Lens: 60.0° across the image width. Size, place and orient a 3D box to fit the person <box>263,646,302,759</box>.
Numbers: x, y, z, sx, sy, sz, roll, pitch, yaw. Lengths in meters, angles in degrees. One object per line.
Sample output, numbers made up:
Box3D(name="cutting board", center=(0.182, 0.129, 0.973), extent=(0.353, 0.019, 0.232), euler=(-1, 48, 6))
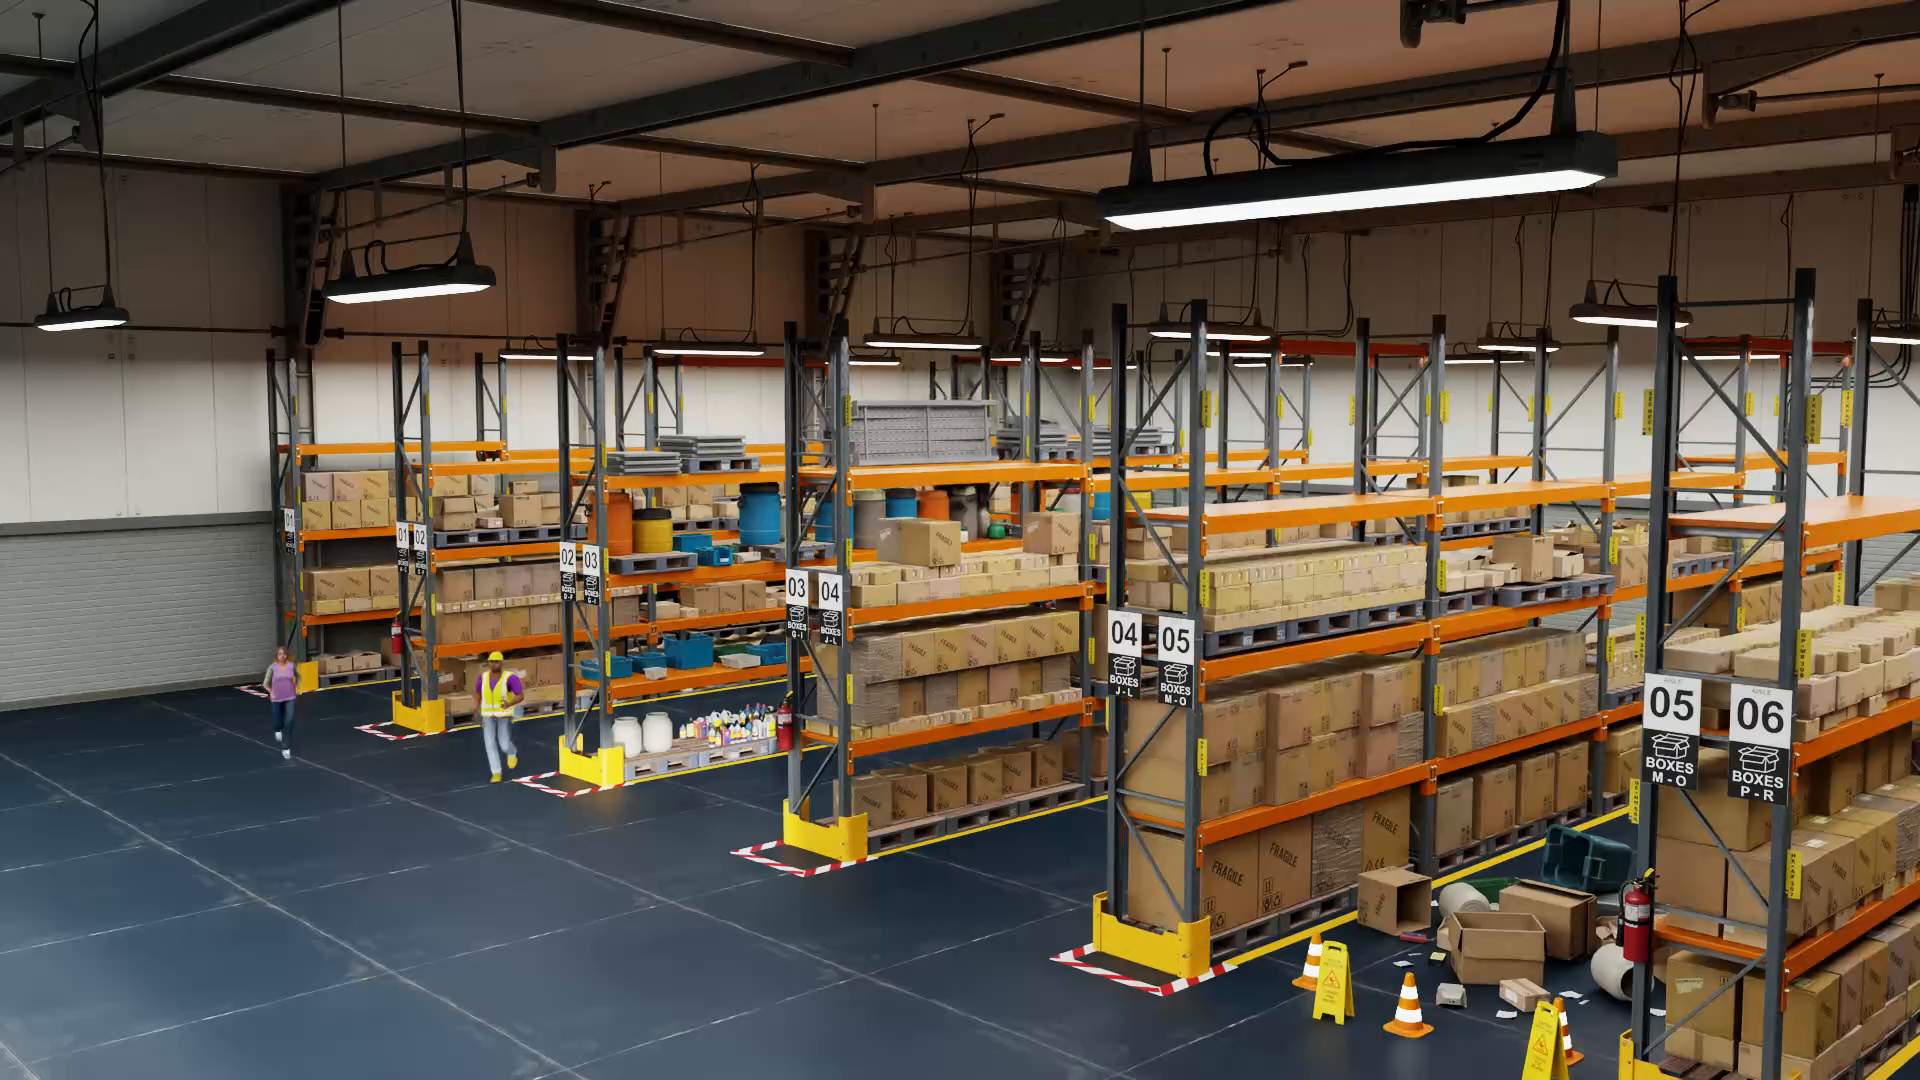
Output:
Box3D(name="person", center=(-9.765, 2.317, 24.001), extent=(0.537, 1.586, 0.744), euler=(-3, 6, -28))

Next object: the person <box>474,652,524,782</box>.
Box3D(name="person", center=(-6.223, 2.359, 22.427), extent=(0.703, 1.735, 0.747), euler=(0, 5, 2))
